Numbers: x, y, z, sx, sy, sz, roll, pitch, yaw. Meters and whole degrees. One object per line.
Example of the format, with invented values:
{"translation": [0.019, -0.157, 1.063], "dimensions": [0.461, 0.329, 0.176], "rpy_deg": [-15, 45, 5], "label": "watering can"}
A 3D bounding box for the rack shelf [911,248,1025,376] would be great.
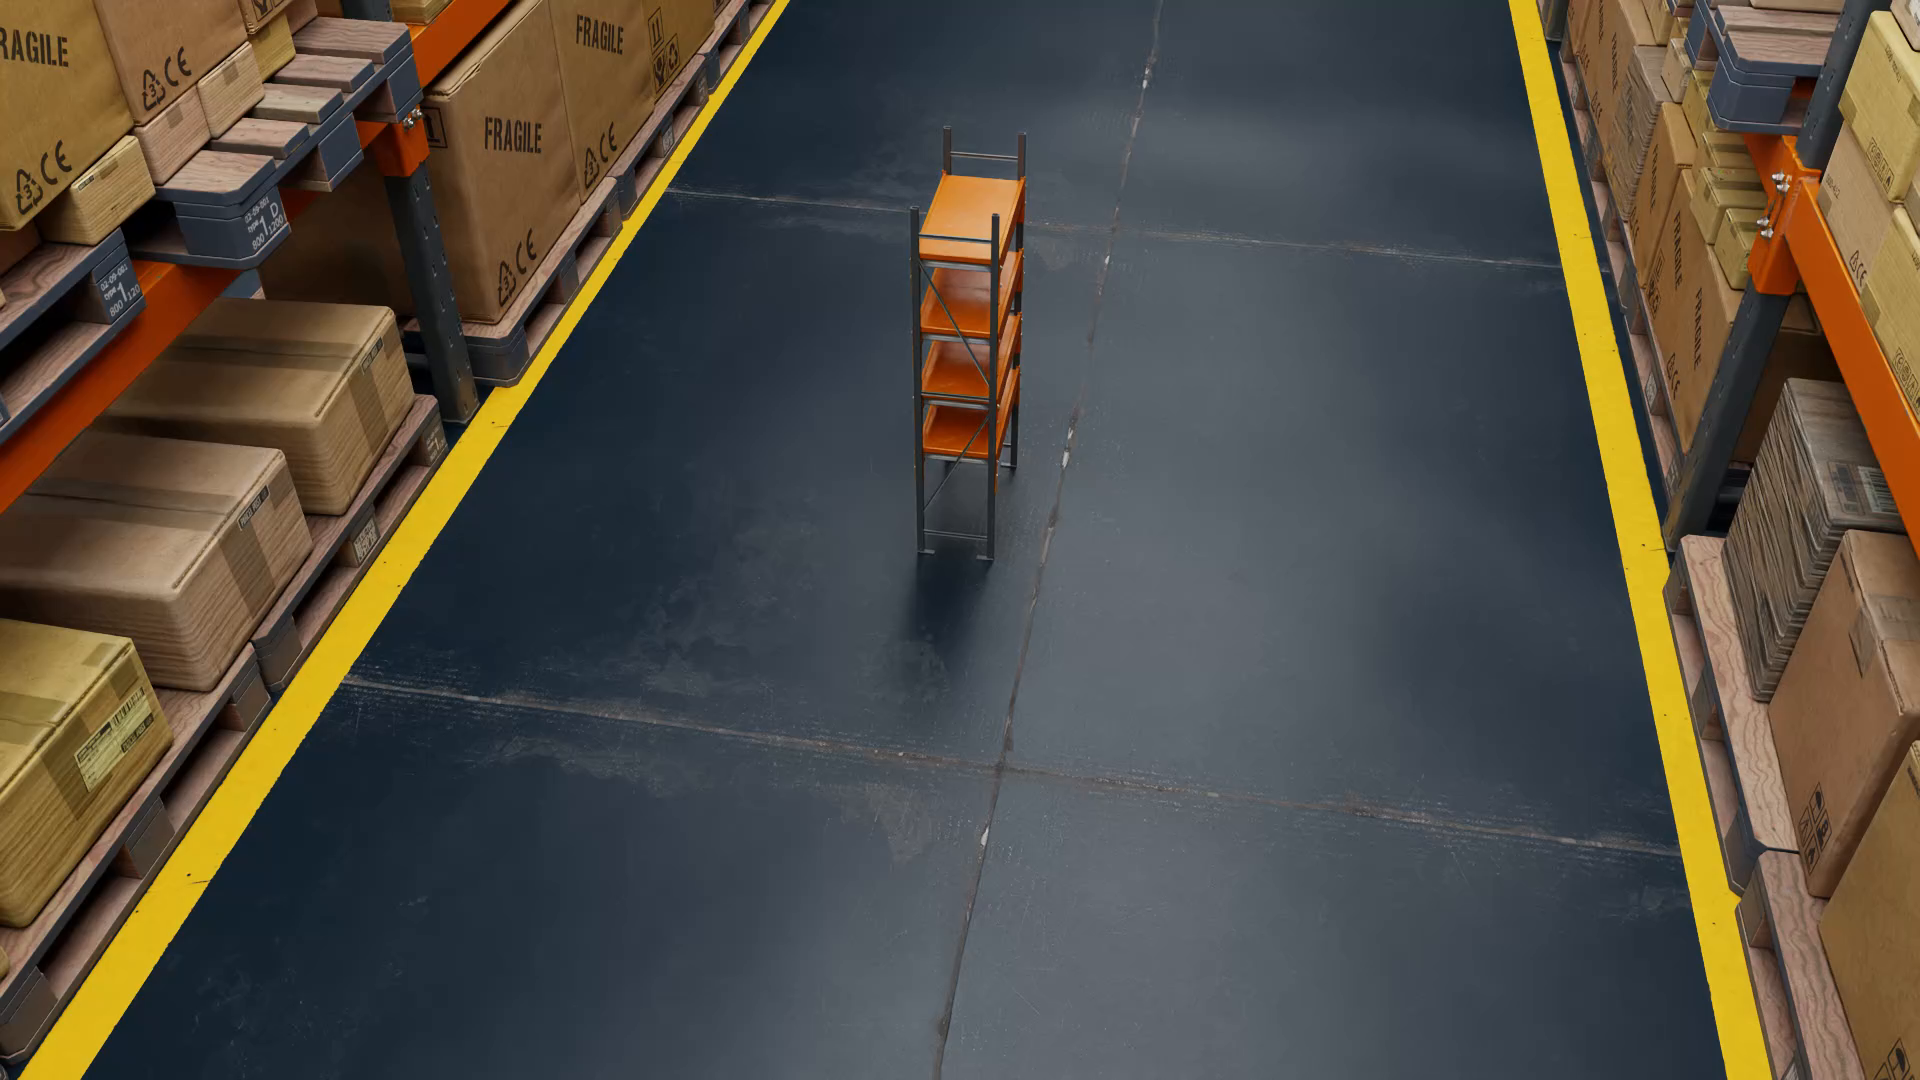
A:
{"translation": [0.029, -0.687, 4.894], "dimensions": [0.258, 0.148, 0.480], "rpy_deg": [6, 40, 8], "label": "rack shelf"}

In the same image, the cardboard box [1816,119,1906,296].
{"translation": [2.393, -0.784, 3.962], "dimensions": [0.500, 0.250, 0.500], "rpy_deg": [7, 40, 8], "label": "cardboard box"}

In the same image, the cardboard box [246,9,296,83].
{"translation": [-1.979, -1.296, 4.331], "dimensions": [0.380, 0.149, 0.250], "rpy_deg": [7, 40, 8], "label": "cardboard box"}

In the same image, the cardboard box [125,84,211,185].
{"translation": [-2.030, -0.976, 3.944], "dimensions": [0.380, 0.149, 0.250], "rpy_deg": [5, 40, 6], "label": "cardboard box"}

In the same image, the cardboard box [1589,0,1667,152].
{"translation": [2.924, -1.876, 6.797], "dimensions": [0.500, 0.500, 0.500], "rpy_deg": [5, 40, 6], "label": "cardboard box"}

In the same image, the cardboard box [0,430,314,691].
{"translation": [-2.406, 0.030, 4.593], "dimensions": [0.950, 0.372, 0.625], "rpy_deg": [6, 40, 7], "label": "cardboard box"}

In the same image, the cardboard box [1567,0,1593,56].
{"translation": [3.097, -2.524, 7.581], "dimensions": [0.500, 0.500, 0.500], "rpy_deg": [8, 40, 10], "label": "cardboard box"}

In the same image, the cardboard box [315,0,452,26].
{"translation": [-1.847, -1.860, 5.264], "dimensions": [0.500, 0.250, 0.500], "rpy_deg": [6, 40, 7], "label": "cardboard box"}

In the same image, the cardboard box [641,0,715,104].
{"translation": [-1.664, -2.526, 7.289], "dimensions": [0.875, 0.875, 0.875], "rpy_deg": [7, 40, 9], "label": "cardboard box"}

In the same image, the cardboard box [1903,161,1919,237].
{"translation": [2.305, -0.663, 3.423], "dimensions": [0.500, 0.250, 0.500], "rpy_deg": [8, 40, 9], "label": "cardboard box"}

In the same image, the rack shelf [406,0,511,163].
{"translation": [-1.833, -2.617, 6.625], "dimensions": [1.077, 0.370, 4.000], "rpy_deg": [6, 40, 8], "label": "rack shelf"}

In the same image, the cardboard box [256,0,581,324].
{"translation": [-1.978, -1.406, 5.934], "dimensions": [0.875, 0.875, 0.875], "rpy_deg": [6, 40, 7], "label": "cardboard box"}

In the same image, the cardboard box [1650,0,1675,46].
{"translation": [2.914, -2.030, 6.475], "dimensions": [0.380, 0.149, 0.250], "rpy_deg": [8, 40, 9], "label": "cardboard box"}

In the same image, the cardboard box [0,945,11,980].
{"translation": [-2.662, 0.942, 3.490], "dimensions": [0.950, 0.372, 0.625], "rpy_deg": [9, 40, 10], "label": "cardboard box"}

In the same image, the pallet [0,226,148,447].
{"translation": [-2.481, -0.318, 3.431], "dimensions": [1.003, 0.211, 1.213], "rpy_deg": [6, 40, 8], "label": "pallet"}

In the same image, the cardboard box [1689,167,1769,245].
{"translation": [2.563, -1.055, 5.295], "dimensions": [0.380, 0.149, 0.250], "rpy_deg": [4, 40, 5], "label": "cardboard box"}

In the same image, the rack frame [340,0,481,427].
{"translation": [-2.179, -1.639, 4.878], "dimensions": [1.000, 3.000, 0.127], "rpy_deg": [6, 40, 8], "label": "rack frame"}

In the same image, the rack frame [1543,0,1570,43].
{"translation": [3.403, -3.604, 7.255], "dimensions": [1.000, 3.000, 0.127], "rpy_deg": [6, 40, 8], "label": "rack frame"}

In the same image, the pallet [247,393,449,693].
{"translation": [-2.316, -0.074, 5.174], "dimensions": [1.003, 0.211, 1.213], "rpy_deg": [6, 40, 8], "label": "pallet"}

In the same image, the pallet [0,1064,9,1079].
{"translation": [-2.738, 1.458, 3.321], "dimensions": [1.003, 0.211, 1.213], "rpy_deg": [6, 40, 8], "label": "pallet"}

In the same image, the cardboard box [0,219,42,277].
{"translation": [-2.231, -0.658, 3.559], "dimensions": [0.380, 0.149, 0.250], "rpy_deg": [7, 40, 8], "label": "cardboard box"}

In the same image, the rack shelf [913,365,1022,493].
{"translation": [0.029, -0.361, 5.163], "dimensions": [0.258, 0.148, 0.480], "rpy_deg": [6, 40, 8], "label": "rack shelf"}

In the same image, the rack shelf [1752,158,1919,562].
{"translation": [2.364, 0.439, 2.930], "dimensions": [1.077, 0.370, 4.000], "rpy_deg": [6, 40, 8], "label": "rack shelf"}

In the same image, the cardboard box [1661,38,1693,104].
{"translation": [2.804, -1.709, 6.086], "dimensions": [0.380, 0.149, 0.250], "rpy_deg": [5, 40, 6], "label": "cardboard box"}

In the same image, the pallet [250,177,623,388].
{"translation": [-1.968, -1.051, 6.355], "dimensions": [1.003, 0.211, 1.213], "rpy_deg": [6, 40, 8], "label": "pallet"}

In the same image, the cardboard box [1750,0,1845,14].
{"translation": [2.446, -1.613, 4.715], "dimensions": [0.380, 0.149, 0.250], "rpy_deg": [7, 40, 8], "label": "cardboard box"}

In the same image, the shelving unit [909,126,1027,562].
{"translation": [0.029, -0.566, 4.993], "dimensions": [0.258, 1.200, 0.503], "rpy_deg": [6, 40, 8], "label": "shelving unit"}

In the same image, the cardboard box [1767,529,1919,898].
{"translation": [2.484, 0.461, 3.873], "dimensions": [0.875, 0.625, 0.625], "rpy_deg": [8, 40, 9], "label": "cardboard box"}

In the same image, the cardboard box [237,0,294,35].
{"translation": [-1.984, -1.638, 4.235], "dimensions": [0.500, 0.500, 0.500], "rpy_deg": [5, 40, 6], "label": "cardboard box"}

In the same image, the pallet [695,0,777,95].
{"translation": [-1.546, -2.582, 8.207], "dimensions": [1.003, 0.211, 1.213], "rpy_deg": [6, 40, 8], "label": "pallet"}

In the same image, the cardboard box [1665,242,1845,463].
{"translation": [2.572, -0.581, 5.231], "dimensions": [0.500, 0.500, 0.500], "rpy_deg": [7, 40, 9], "label": "cardboard box"}

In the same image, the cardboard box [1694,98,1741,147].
{"translation": [2.743, -1.376, 5.683], "dimensions": [0.380, 0.149, 0.250], "rpy_deg": [8, 40, 9], "label": "cardboard box"}

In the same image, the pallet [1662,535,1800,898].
{"translation": [2.530, 0.493, 4.488], "dimensions": [1.003, 0.211, 1.213], "rpy_deg": [6, 40, 8], "label": "pallet"}

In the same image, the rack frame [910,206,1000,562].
{"translation": [-0.014, -0.413, 4.808], "dimensions": [0.240, 1.200, 0.015], "rpy_deg": [6, 40, 8], "label": "rack frame"}

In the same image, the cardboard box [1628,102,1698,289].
{"translation": [2.757, -1.223, 6.007], "dimensions": [0.500, 0.500, 0.500], "rpy_deg": [8, 40, 10], "label": "cardboard box"}

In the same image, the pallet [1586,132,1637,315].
{"translation": [3.090, -1.247, 6.592], "dimensions": [1.003, 0.211, 1.213], "rpy_deg": [6, 40, 8], "label": "pallet"}

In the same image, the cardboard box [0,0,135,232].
{"translation": [-2.149, -0.995, 3.458], "dimensions": [0.500, 0.500, 0.500], "rpy_deg": [4, 40, 5], "label": "cardboard box"}
